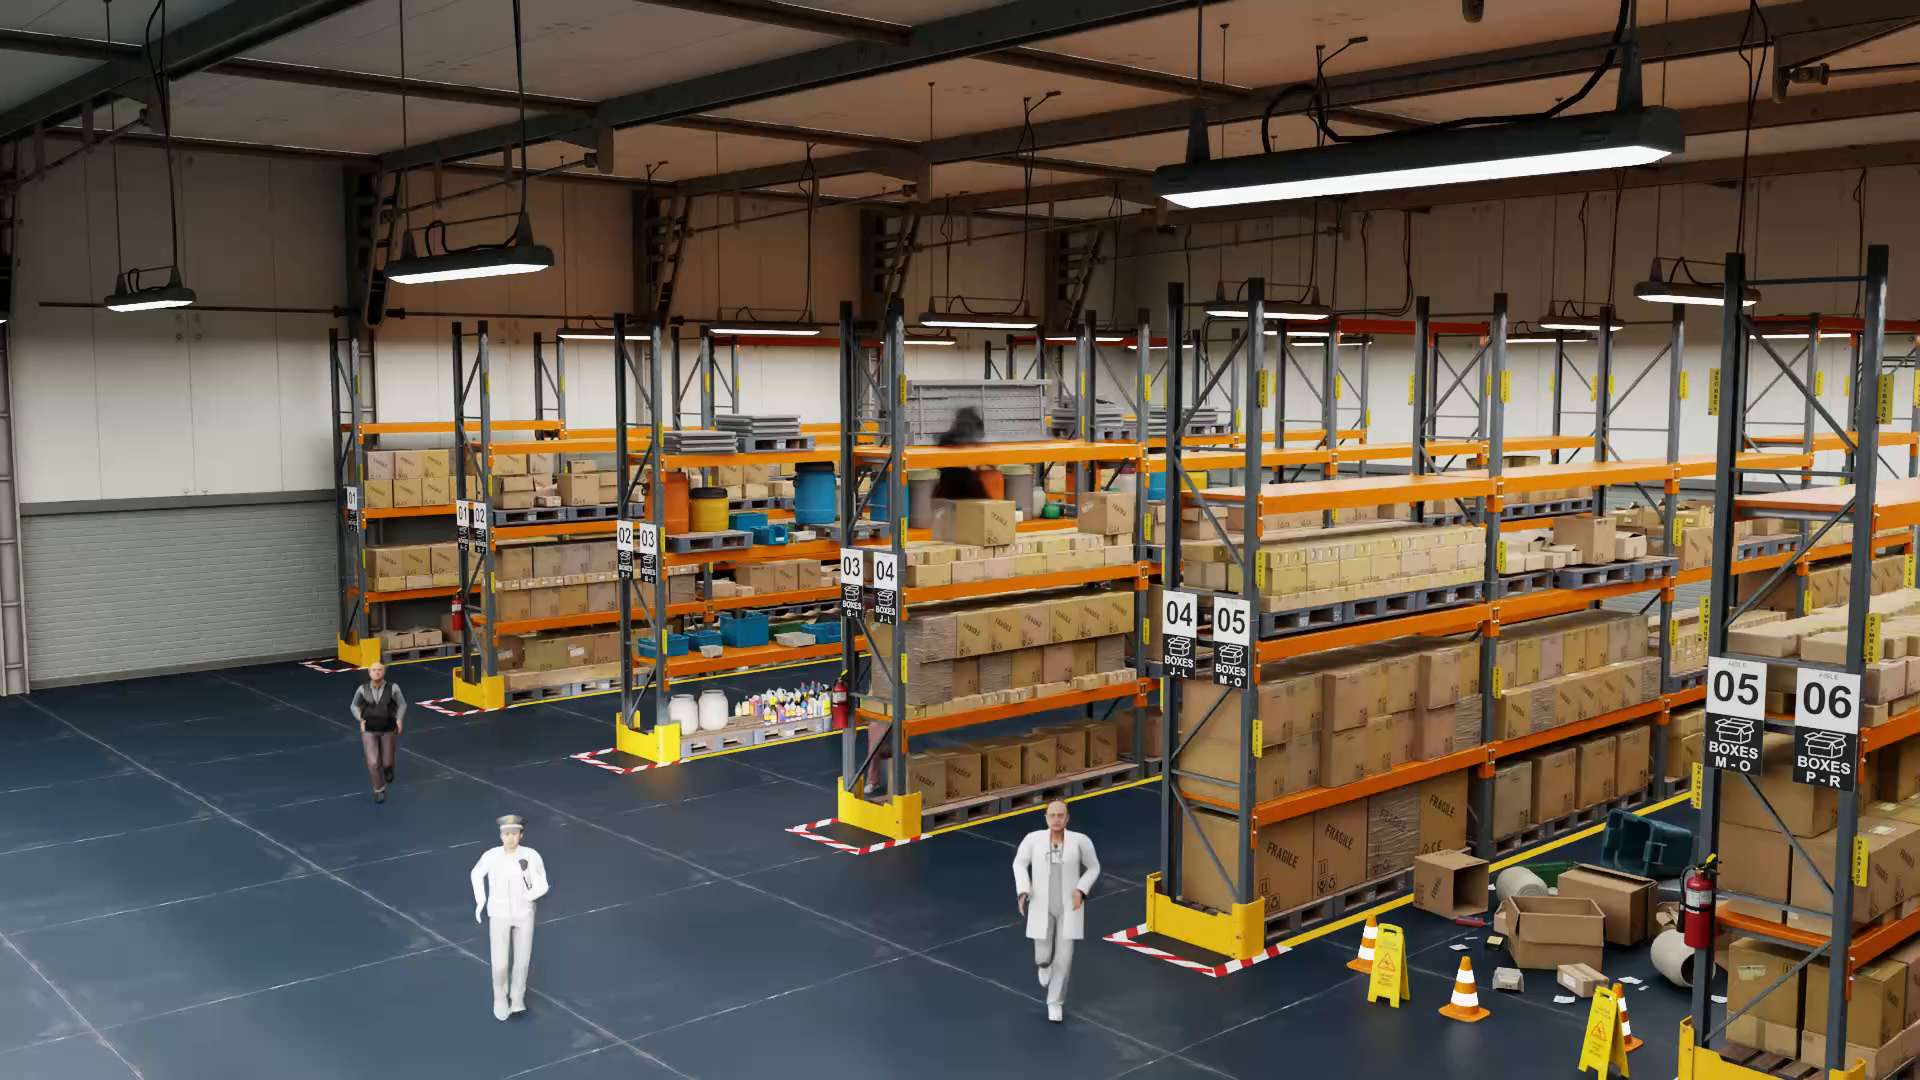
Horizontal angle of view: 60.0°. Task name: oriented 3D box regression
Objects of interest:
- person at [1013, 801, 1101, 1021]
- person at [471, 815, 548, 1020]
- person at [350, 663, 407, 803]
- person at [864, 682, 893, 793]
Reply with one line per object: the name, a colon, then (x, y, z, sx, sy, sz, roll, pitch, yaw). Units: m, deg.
person: (0.783, 3.015, 13.525, 0.714, 1.655, 0.666, 0, 6, 5)
person: (-3.585, 3.016, 13.271, 0.592, 1.666, 0.641, -2, 6, -16)
person: (-7.108, 2.332, 20.354, 0.660, 1.684, 0.628, -2, 6, -16)
person: (-0.943, 2.301, 20.853, 0.579, 1.654, 0.791, 5, 8, 42)
